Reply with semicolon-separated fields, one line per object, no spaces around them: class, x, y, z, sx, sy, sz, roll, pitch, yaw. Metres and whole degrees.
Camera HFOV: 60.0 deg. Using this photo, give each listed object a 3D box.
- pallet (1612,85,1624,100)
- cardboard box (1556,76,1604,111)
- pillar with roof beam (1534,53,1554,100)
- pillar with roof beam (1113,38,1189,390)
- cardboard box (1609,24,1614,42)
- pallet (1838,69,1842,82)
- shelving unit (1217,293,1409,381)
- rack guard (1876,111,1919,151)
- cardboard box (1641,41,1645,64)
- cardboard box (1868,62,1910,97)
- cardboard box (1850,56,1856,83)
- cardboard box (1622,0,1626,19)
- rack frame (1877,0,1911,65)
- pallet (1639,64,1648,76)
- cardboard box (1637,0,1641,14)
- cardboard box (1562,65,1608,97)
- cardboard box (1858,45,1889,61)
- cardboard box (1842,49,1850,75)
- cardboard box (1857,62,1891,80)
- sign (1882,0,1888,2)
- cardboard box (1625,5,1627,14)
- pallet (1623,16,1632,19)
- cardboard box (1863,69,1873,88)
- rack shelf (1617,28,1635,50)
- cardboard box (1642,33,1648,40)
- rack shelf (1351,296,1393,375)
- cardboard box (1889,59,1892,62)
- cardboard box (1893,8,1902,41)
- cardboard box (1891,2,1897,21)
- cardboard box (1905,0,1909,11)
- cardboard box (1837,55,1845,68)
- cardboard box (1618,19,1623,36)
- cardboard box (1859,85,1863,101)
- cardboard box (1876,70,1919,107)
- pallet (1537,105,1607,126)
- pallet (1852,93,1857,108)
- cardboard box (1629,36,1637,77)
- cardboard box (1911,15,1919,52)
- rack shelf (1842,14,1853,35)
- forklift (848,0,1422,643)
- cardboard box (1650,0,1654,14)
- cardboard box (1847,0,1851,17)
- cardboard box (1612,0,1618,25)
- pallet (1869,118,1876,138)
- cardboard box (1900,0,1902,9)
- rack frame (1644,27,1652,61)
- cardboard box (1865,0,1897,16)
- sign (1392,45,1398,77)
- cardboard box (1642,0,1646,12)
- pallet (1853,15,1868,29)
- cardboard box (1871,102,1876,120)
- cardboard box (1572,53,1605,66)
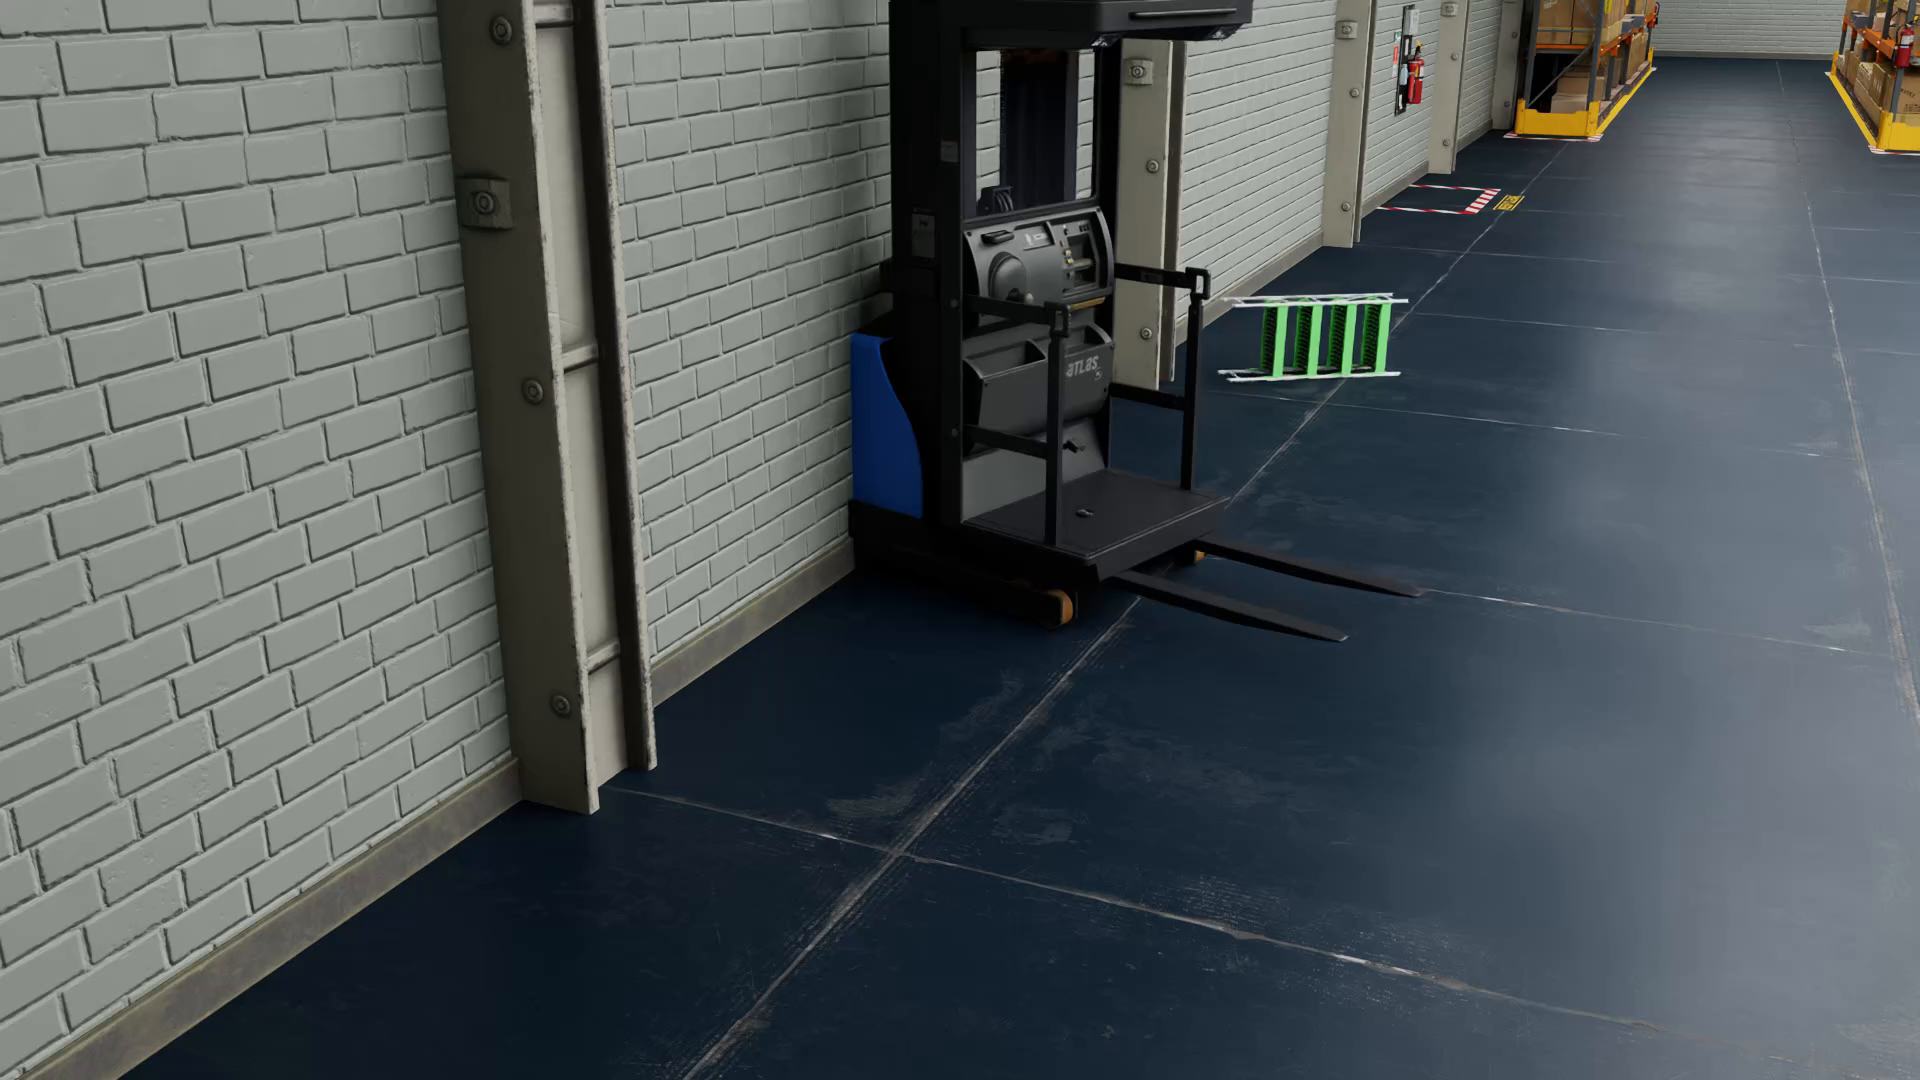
pallet;12.015;-8.492;31.533;1.003;0.211;1.213;9;21;23
cardboard box;10.006;-7.220;26.867;0.700;0.500;0.500;7;21;19
pillar with roof beam;14.943;-12.002;28.287;9.100;9.000;0.400;9;21;23
pillar with roof beam;5.115;-4.665;7.657;9.100;9.000;0.400;9;21;23
cardboard box;9.964;-7.959;26.066;0.500;0.250;0.500;8;21;22
pallet;19.276;-9.859;35.377;1.003;0.211;1.213;9;21;23
shelving unit;2.321;-1.340;10.957;1.200;0.503;0.258;-3;20;-12
rack guard;13.572;-5.736;23.350;1.175;0.500;0.348;9;21;23
cardboard box;15.007;-10.976;37.459;0.700;0.500;0.500;8;21;21
cardboard box;14.744;-7.300;26.377;0.500;0.500;0.500;9;21;23
cardboard box;17.448;-9.033;31.967;0.500;0.500;0.500;8;21;21
cardboard box;10.787;-8.927;27.669;0.500;0.500;0.500;8;21;23
rack frame;15.220;-8.143;26.390;1.000;3.000;0.127;9;21;23
pallet;14.856;-10.550;37.318;1.003;0.211;1.213;9;21;23
cardboard box;12.992;-10.514;32.432;0.500;0.500;0.500;9;22;24
cardboard box;10.985;-8.079;29.283;0.700;0.500;0.500;9;22;25
cardboard box;17.046;-9.085;30.993;0.500;0.250;0.500;9;22;25
cardboard box;18.470;-9.832;34.211;0.500;0.500;0.500;9;21;23
cardboard box;16.375;-8.413;29.788;0.500;0.311;0.500;9;22;25
sign;14.721;-8.723;26.411;0.100;0.325;0.005;9;21;23
cardboard box;12.153;-10.154;31.238;0.700;0.500;0.500;6;20;16
pallet;11.564;-9.344;30.052;1.003;0.211;1.213;9;21;23
cardboard box;15.538;-7.785;28.023;0.500;0.311;0.500;8;21;23
rack shelf;11.518;-9.094;30.138;1.077;0.370;4.000;9;21;23
cardboard box;15.427;-11.446;37.812;0.380;0.149;0.250;9;22;24
rack shelf;2.728;-1.363;11.040;0.148;0.480;0.258;-3;20;-12
cardboard box;17.514;-8.656;30.907;0.500;0.500;0.500;8;21;21
cardboard box;15.044;-8.054;25.990;0.700;0.500;0.500;8;21;21
cardboard box;16.185;-8.898;28.363;0.500;0.500;0.500;7;21;20
cardboard box;14.198;-7.891;24.563;0.380;0.149;0.250;8;21;22
cardboard box;19.447;-10.443;36.305;0.500;0.250;0.500;9;21;23
cardboard box;10.781;-8.574;27.796;0.500;0.250;0.500;9;21;23
cardboard box;15.753;-7.678;28.560;0.500;0.250;0.500;9;21;24
cardboard box;13.926;-6.689;24.658;0.500;0.500;0.500;9;21;23
pallet;9.958;-6.924;27.122;1.003;0.211;1.213;9;21;23
pallet;16.485;-7.806;29.603;1.003;0.211;1.213;9;21;23
cardboard box;13.122;-9.703;33.359;0.750;0.750;0.750;8;21;22
cardboard box;13.785;-7.109;23.332;0.700;0.500;0.500;9;21;23
rack shelf;19.315;-10.861;35.107;1.077;0.370;4.000;9;21;23
forklift;0.507;-1.208;6.993;3.031;2.935;1.130;16;25;38
cardboard box;15.125;-12.250;37.491;0.980;0.700;0.700;8;21;22
cardboard box;19.297;-11.448;35.533;0.500;0.500;0.500;8;21;23
cardboard box;9.959;-8.303;25.913;0.500;0.500;0.500;8;21;21
pallet;14.358;-6.218;25.138;1.003;0.211;1.213;9;21;23
cardboard box;14.620;-8.204;25.445;0.380;0.149;0.250;8;21;22
rack frame;15.613;-12.490;38.613;1.000;3.000;0.127;9;21;23
cardboard box;17.013;-9.819;30.326;0.700;0.500;0.500;2;20;4
sign;4.734;-5.209;18.087;0.001;0.329;0.234;9;21;23
cardboard box;13.816;-11.131;34.169;0.500;0.500;0.500;9;21;23
pallet;17.071;-9.493;30.471;1.213;0.211;1.003;9;21;23
cardboard box;14.135;-6.488;25.211;0.500;0.250;0.500;9;21;23
cardboard box;11.162;-8.567;29.537;0.500;0.250;0.500;8;21;22
